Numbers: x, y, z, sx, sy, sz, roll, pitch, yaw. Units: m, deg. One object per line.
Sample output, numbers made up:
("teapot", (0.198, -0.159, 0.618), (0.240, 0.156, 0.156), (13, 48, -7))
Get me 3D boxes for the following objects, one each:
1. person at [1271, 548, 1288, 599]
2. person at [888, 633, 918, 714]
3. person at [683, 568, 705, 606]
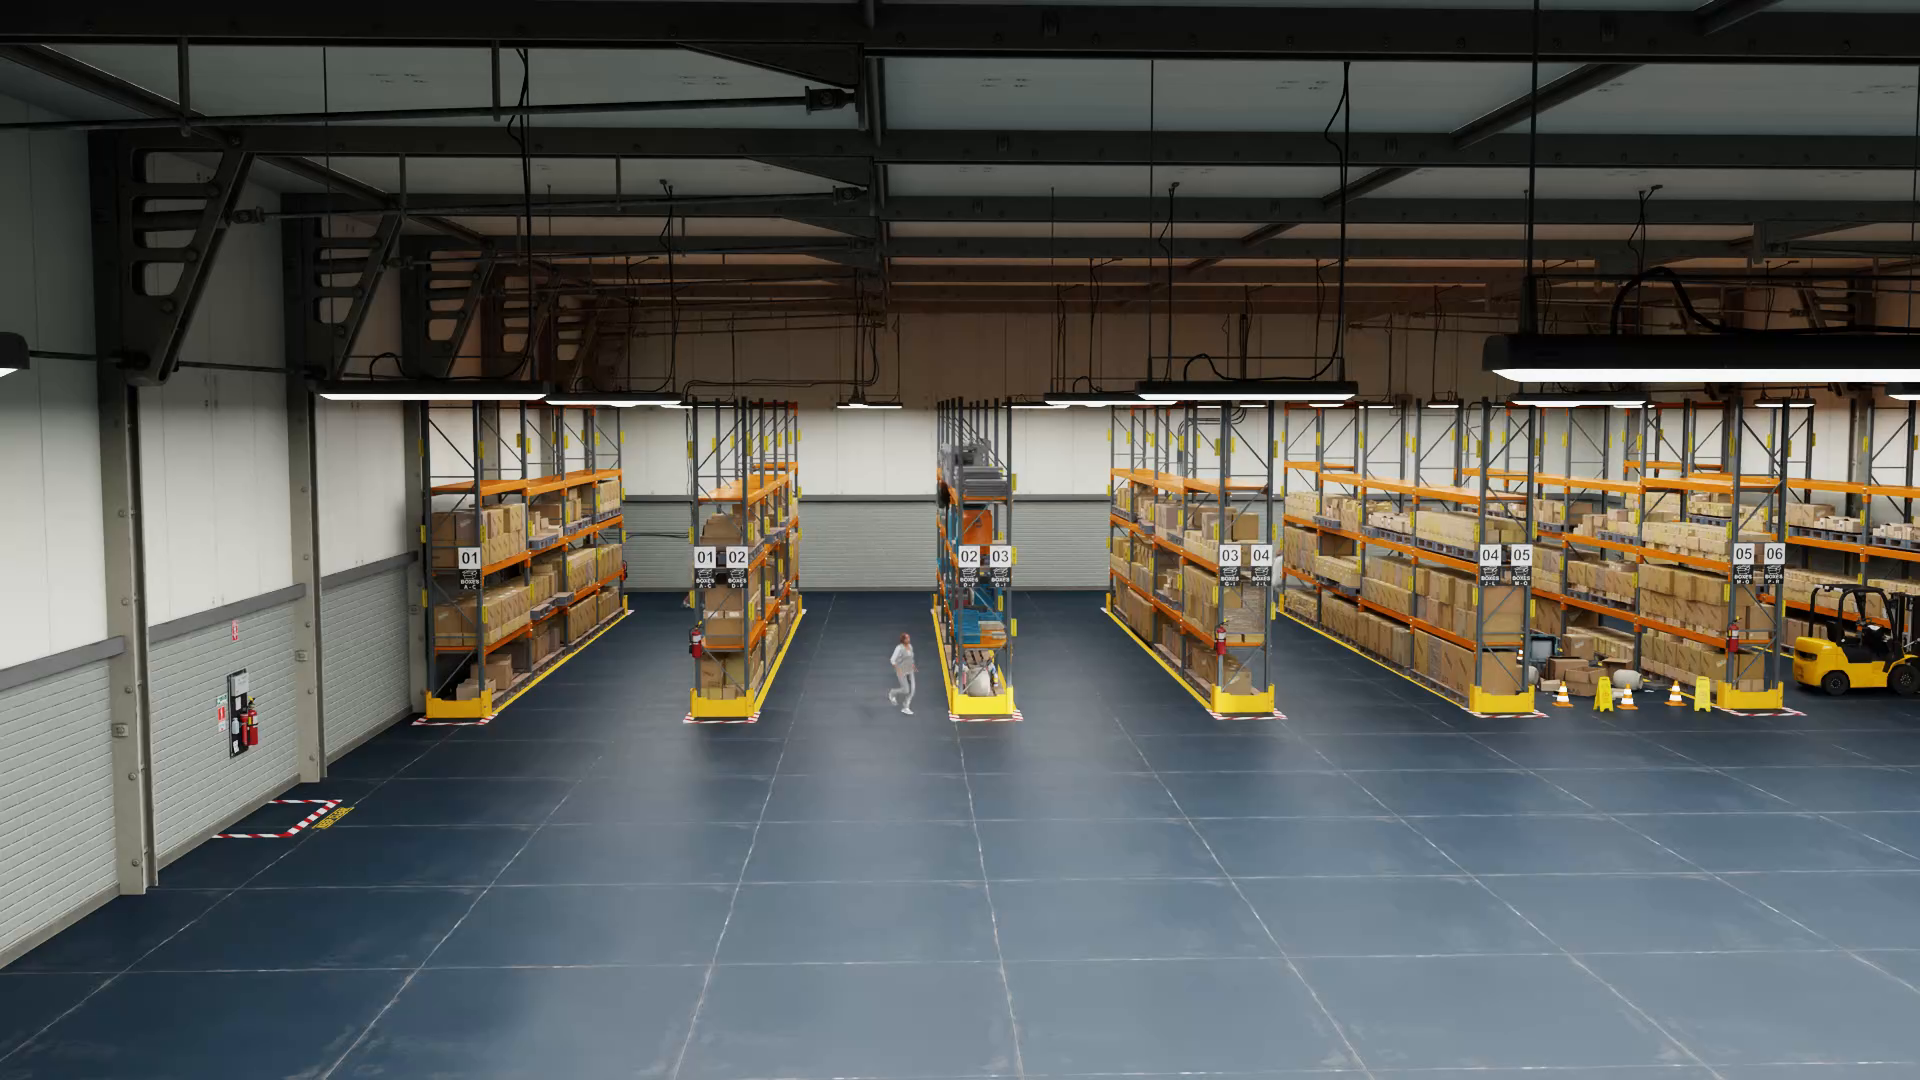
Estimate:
("person", (9.250, 1.090, 48.692), (0.948, 1.738, 0.783), (0, 4, -4))
("person", (-1.097, 2.520, 31.576), (0.548, 1.549, 0.578), (-4, 6, -43))
("person", (-7.581, 1.215, 48.448), (1.050, 1.491, 0.605), (2, 5, 22))
